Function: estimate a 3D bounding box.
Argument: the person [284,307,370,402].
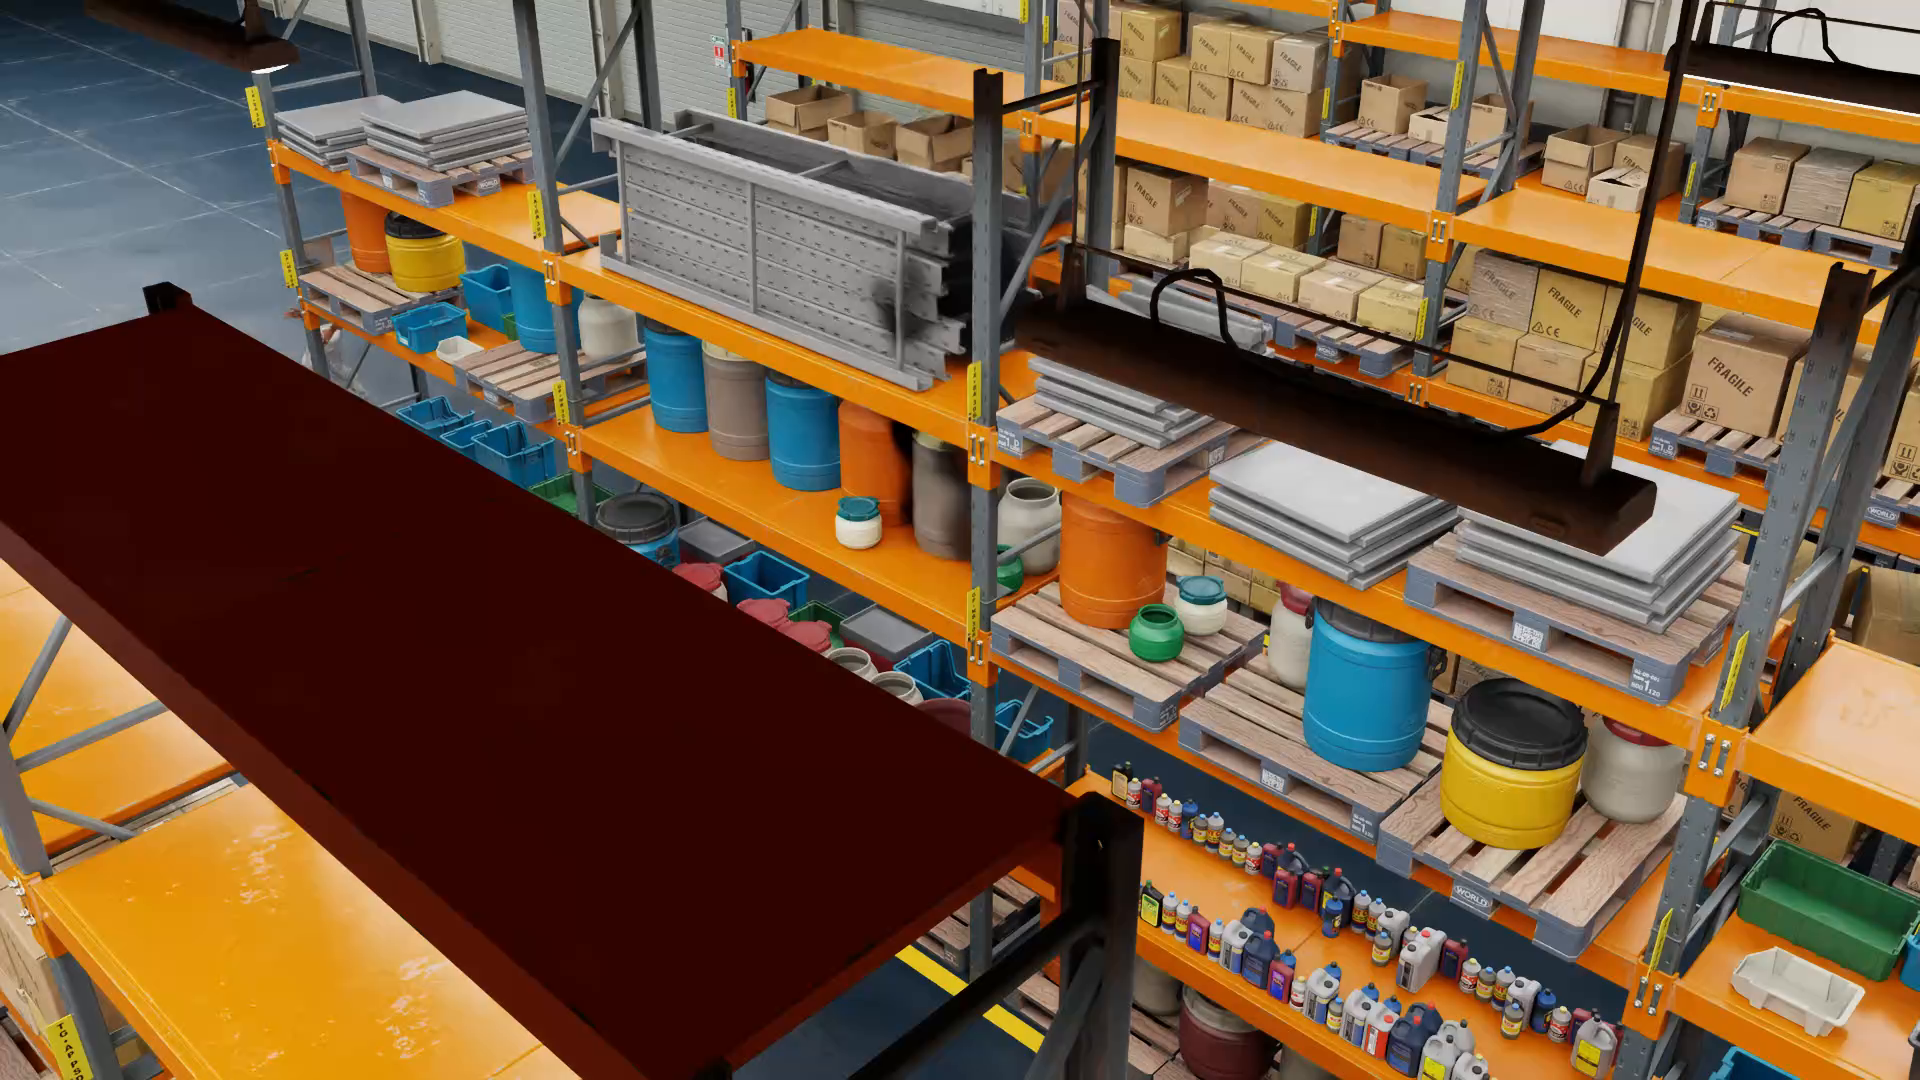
[{"bbox_3d":[-7.048,-2.216,18.402,0.738,1.806,0.671,-8,30,-14],"label":"person"}]
